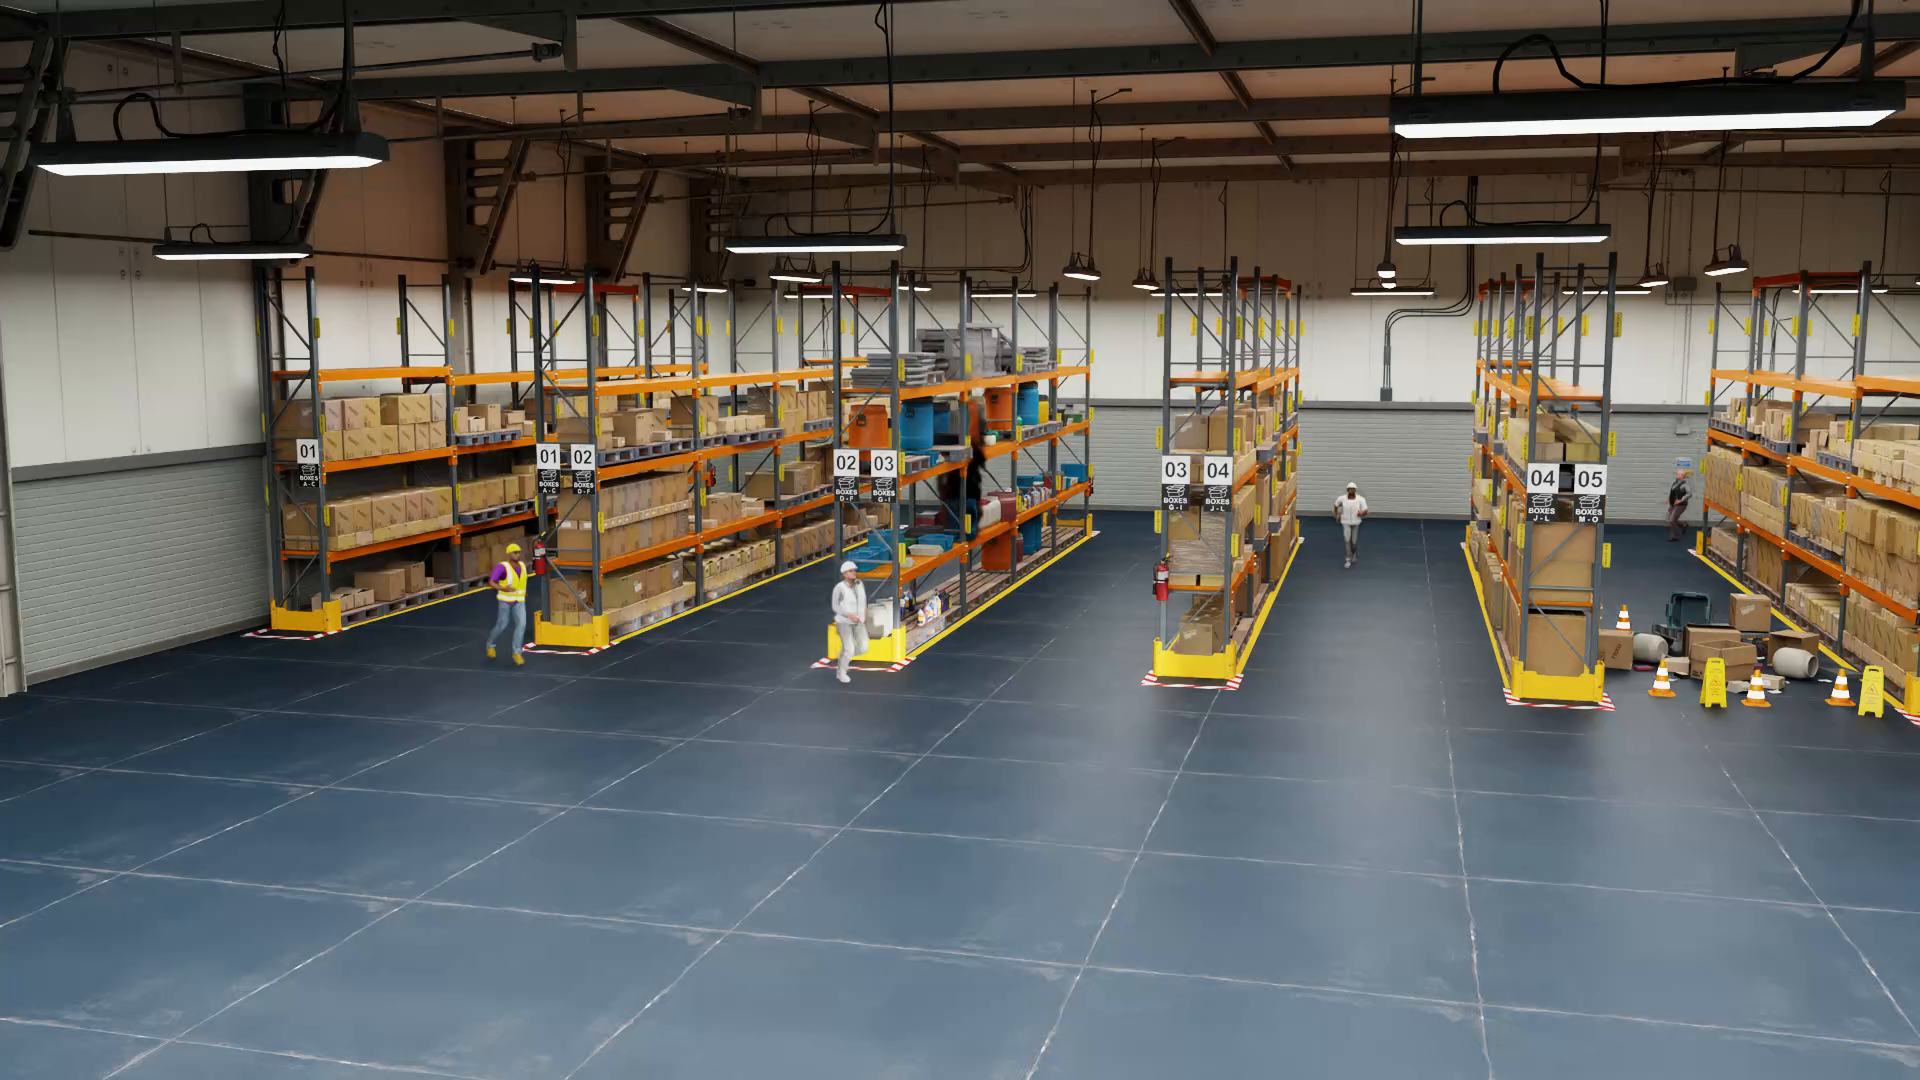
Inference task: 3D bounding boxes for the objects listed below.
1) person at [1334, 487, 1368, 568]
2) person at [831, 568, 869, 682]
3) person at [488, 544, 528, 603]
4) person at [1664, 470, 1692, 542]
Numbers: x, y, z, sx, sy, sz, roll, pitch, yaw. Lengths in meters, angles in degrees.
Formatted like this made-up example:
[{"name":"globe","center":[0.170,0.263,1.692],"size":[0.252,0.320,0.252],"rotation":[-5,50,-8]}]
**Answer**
[{"name":"person","center":[8.266,-0.321,35.204],"size":[0.698,1.736,0.853],"rotation":[1,7,11]},{"name":"person","center":[-1.531,1.183,23.677],"size":[0.691,1.685,0.638],"rotation":[-6,9,-39]},{"name":"person","center":[-6.753,0.509,25.029],"size":[0.569,0.901,0.730],"rotation":[7,10,44]},{"name":"person","center":[17.021,-0.806,39.305],"size":[0.624,1.681,0.660],"rotation":[-1,7,-10]}]
